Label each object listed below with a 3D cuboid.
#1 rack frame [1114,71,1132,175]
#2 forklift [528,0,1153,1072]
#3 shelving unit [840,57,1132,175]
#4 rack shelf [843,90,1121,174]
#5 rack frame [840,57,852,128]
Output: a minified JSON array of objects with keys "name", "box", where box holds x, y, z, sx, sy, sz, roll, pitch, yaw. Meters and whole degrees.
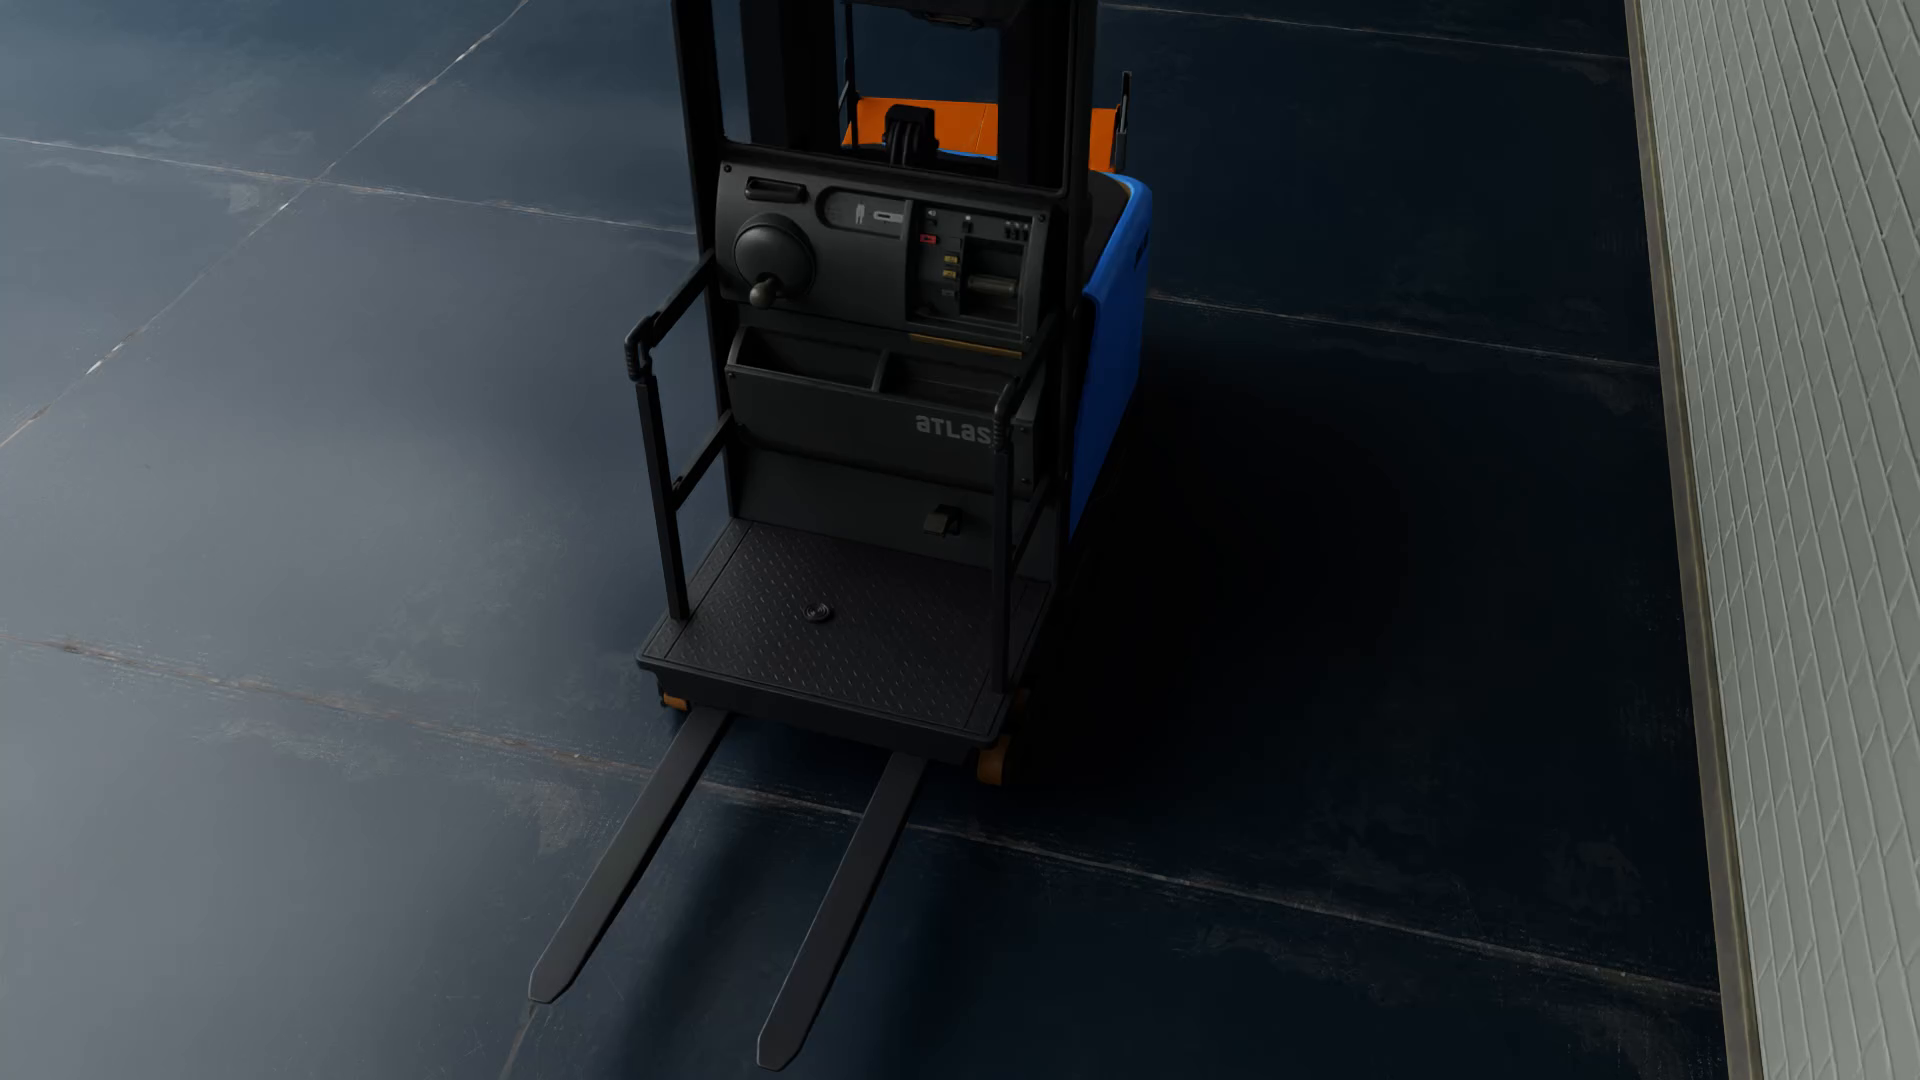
[{"name":"rack frame","box":[0.577,-1.108,6.194,0.032,1.125,0.500,4,40,5]},{"name":"forklift","box":[-0.280,-0.693,4.296,1.130,2.935,3.031,12,41,14]},{"name":"shelving unit","box":[0.072,-1.147,6.241,1.048,1.125,0.538,4,40,5]},{"name":"rack shelf","box":[0.072,-1.371,6.053,1.000,0.278,0.538,4,40,5]},{"name":"rack frame","box":[-0.432,-1.187,6.288,0.032,1.125,0.500,4,40,5]}]
